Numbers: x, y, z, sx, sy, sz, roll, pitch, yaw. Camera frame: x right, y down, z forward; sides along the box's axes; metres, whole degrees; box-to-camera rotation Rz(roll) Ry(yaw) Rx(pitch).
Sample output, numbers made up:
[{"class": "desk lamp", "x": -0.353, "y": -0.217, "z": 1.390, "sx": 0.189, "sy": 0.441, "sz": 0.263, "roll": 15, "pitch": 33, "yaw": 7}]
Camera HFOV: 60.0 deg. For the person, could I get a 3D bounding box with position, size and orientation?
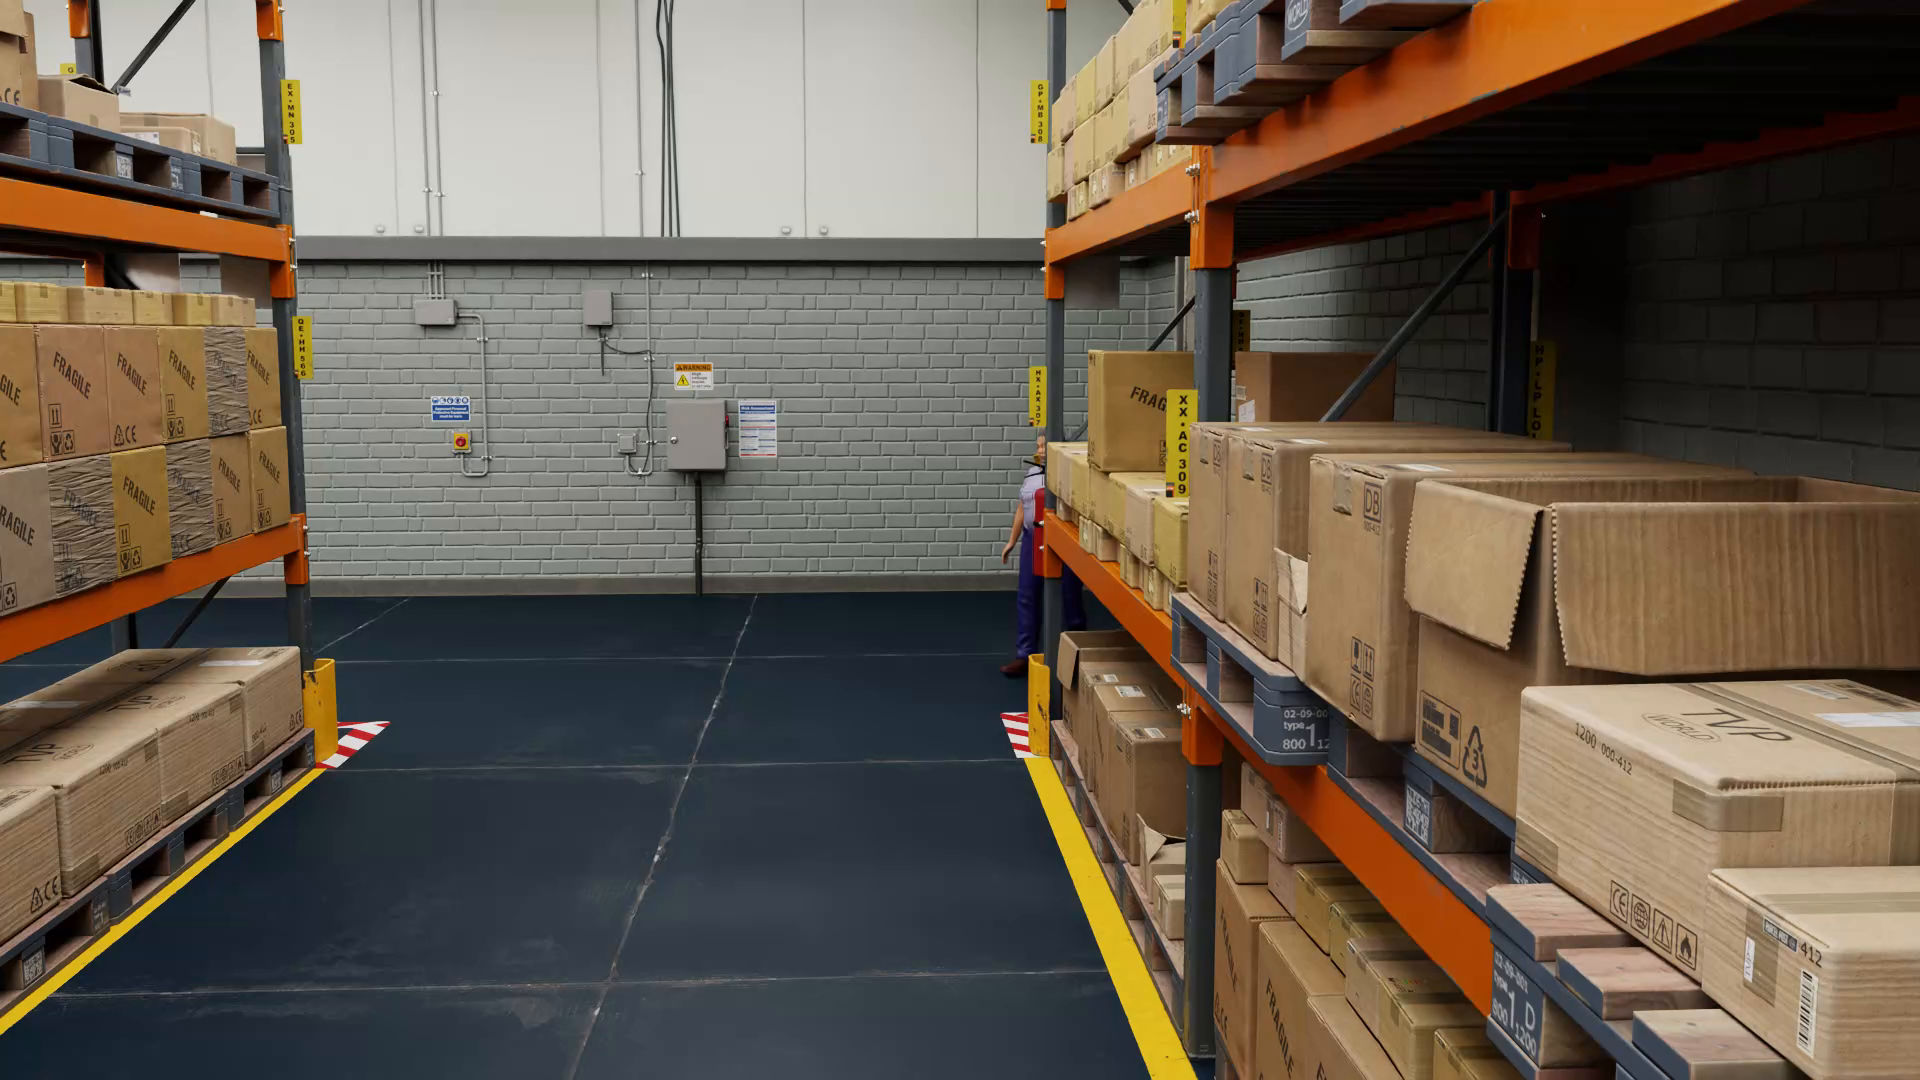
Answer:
[{"class": "person", "x": 0.577, "y": 0.078, "z": 11.136, "sx": 0.670, "sy": 1.623, "sz": 0.613, "roll": 4, "pitch": 8, "yaw": 31}]
